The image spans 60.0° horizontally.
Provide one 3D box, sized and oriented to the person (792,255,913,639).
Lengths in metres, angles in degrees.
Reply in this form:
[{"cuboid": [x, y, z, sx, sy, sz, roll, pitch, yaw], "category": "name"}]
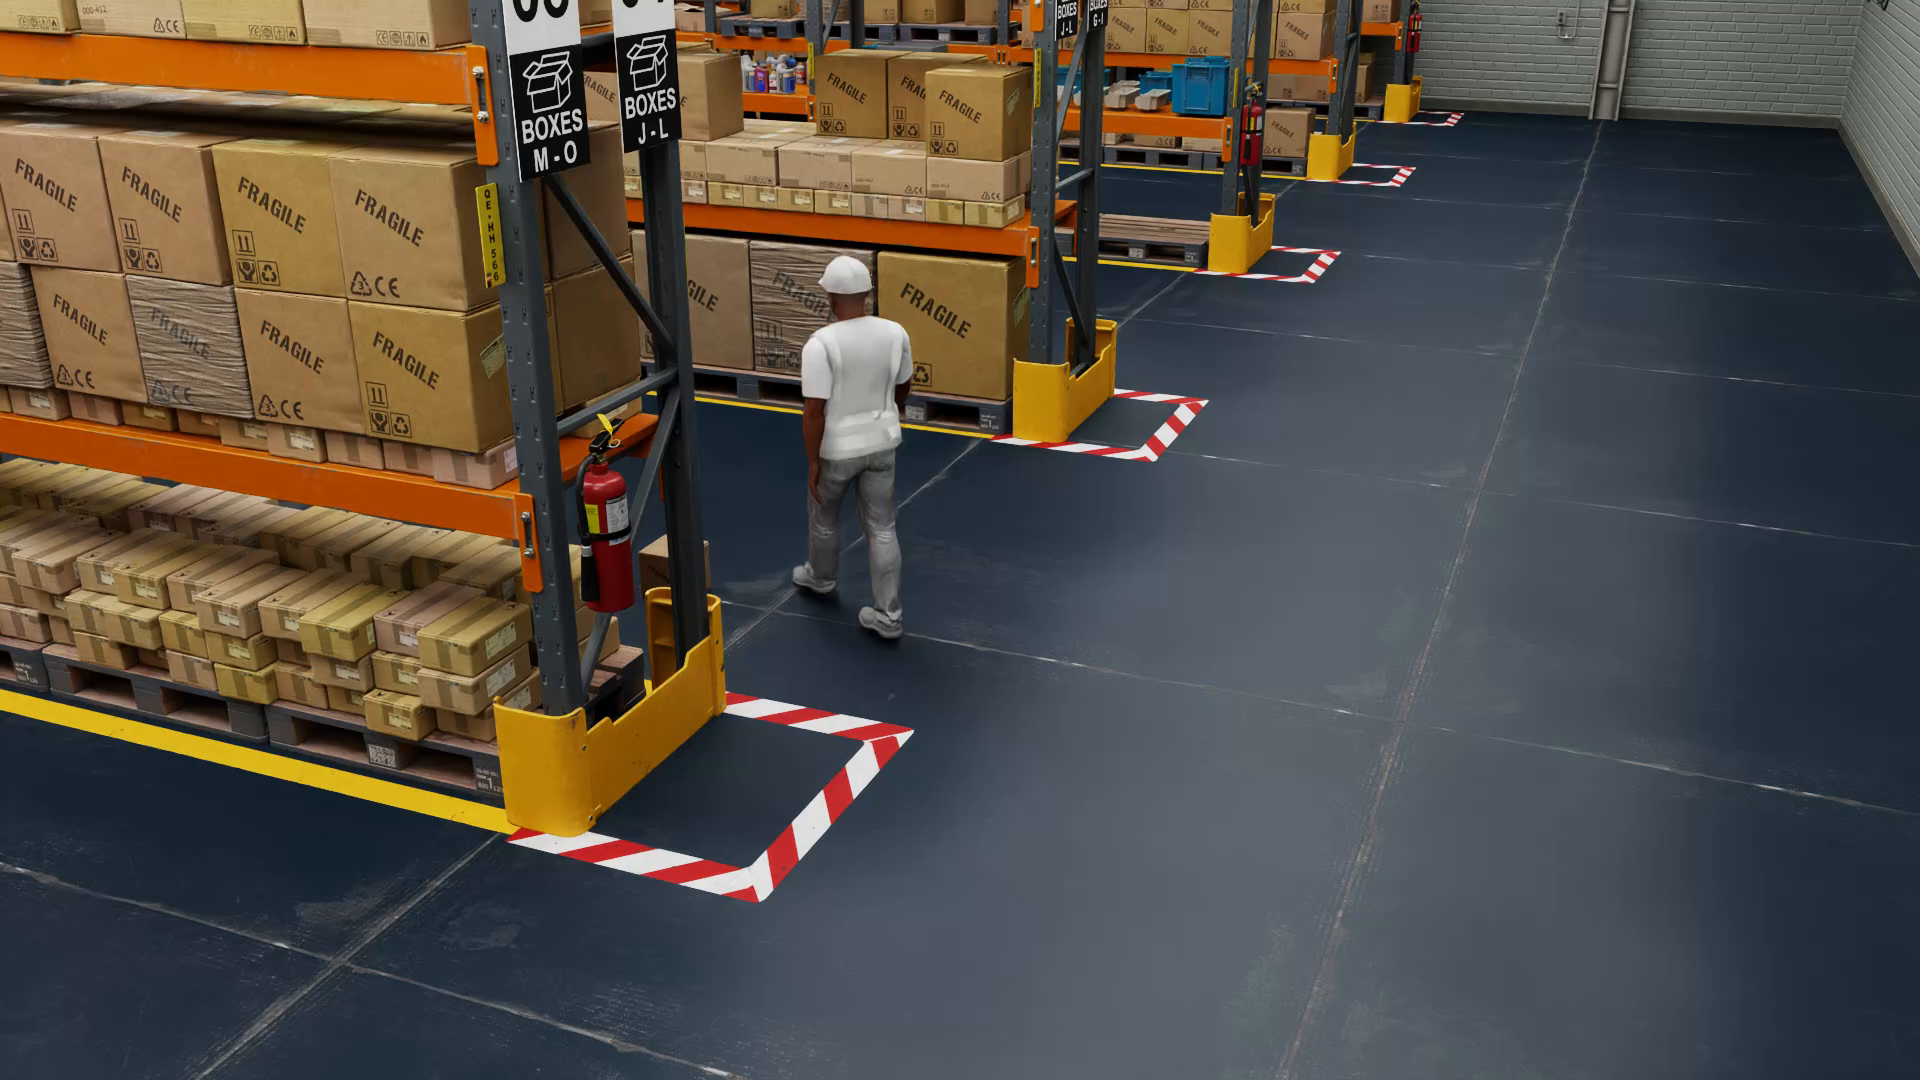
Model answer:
[{"cuboid": [-0.512, -0.479, 7.688, 0.587, 1.724, 0.910, -9, 24, -21], "category": "person"}]
